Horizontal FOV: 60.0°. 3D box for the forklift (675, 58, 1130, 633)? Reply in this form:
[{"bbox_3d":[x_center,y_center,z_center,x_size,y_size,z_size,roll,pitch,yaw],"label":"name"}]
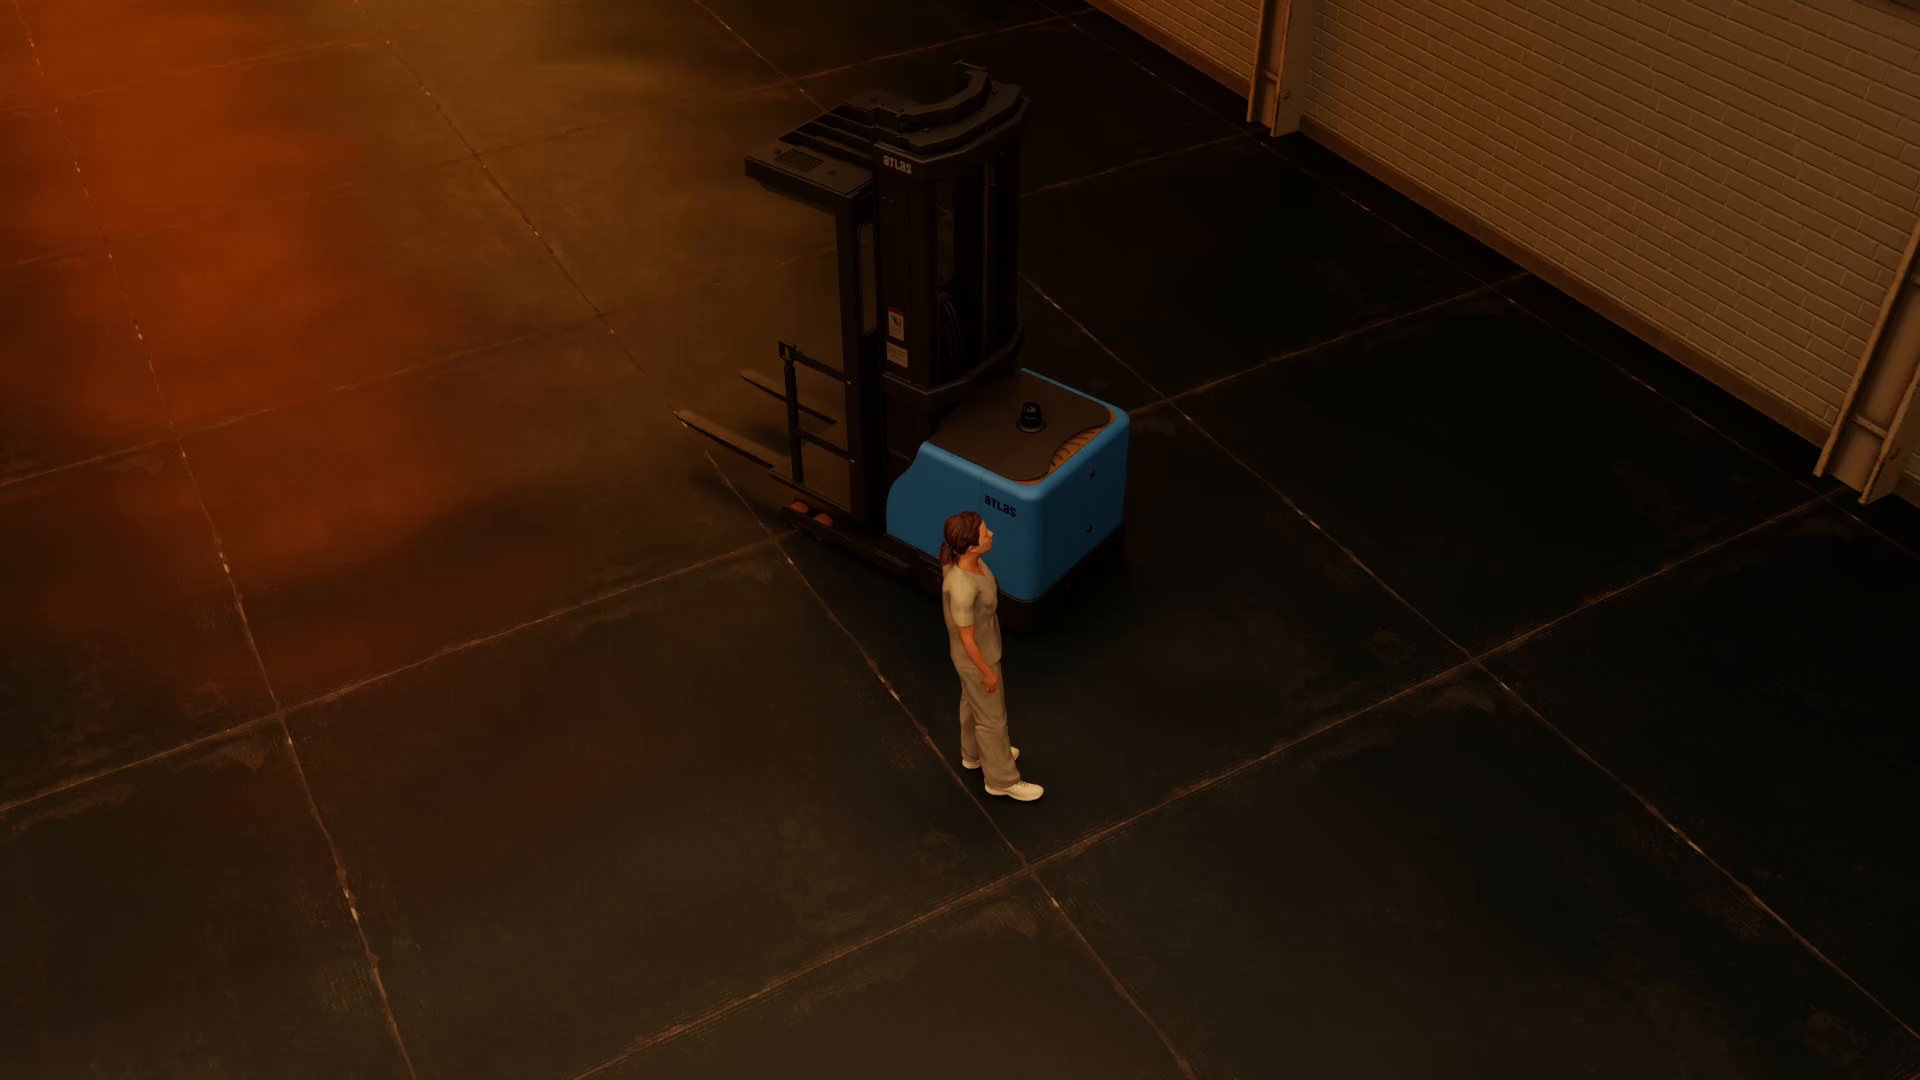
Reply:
[{"bbox_3d":[-0.481,-1.366,9.683,3.031,2.935,1.130,26,46,28],"label":"forklift"}]

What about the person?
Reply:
[{"bbox_3d":[0.154,0.552,8.342,0.549,1.676,0.551,-1,40,-2],"label":"person"}]
